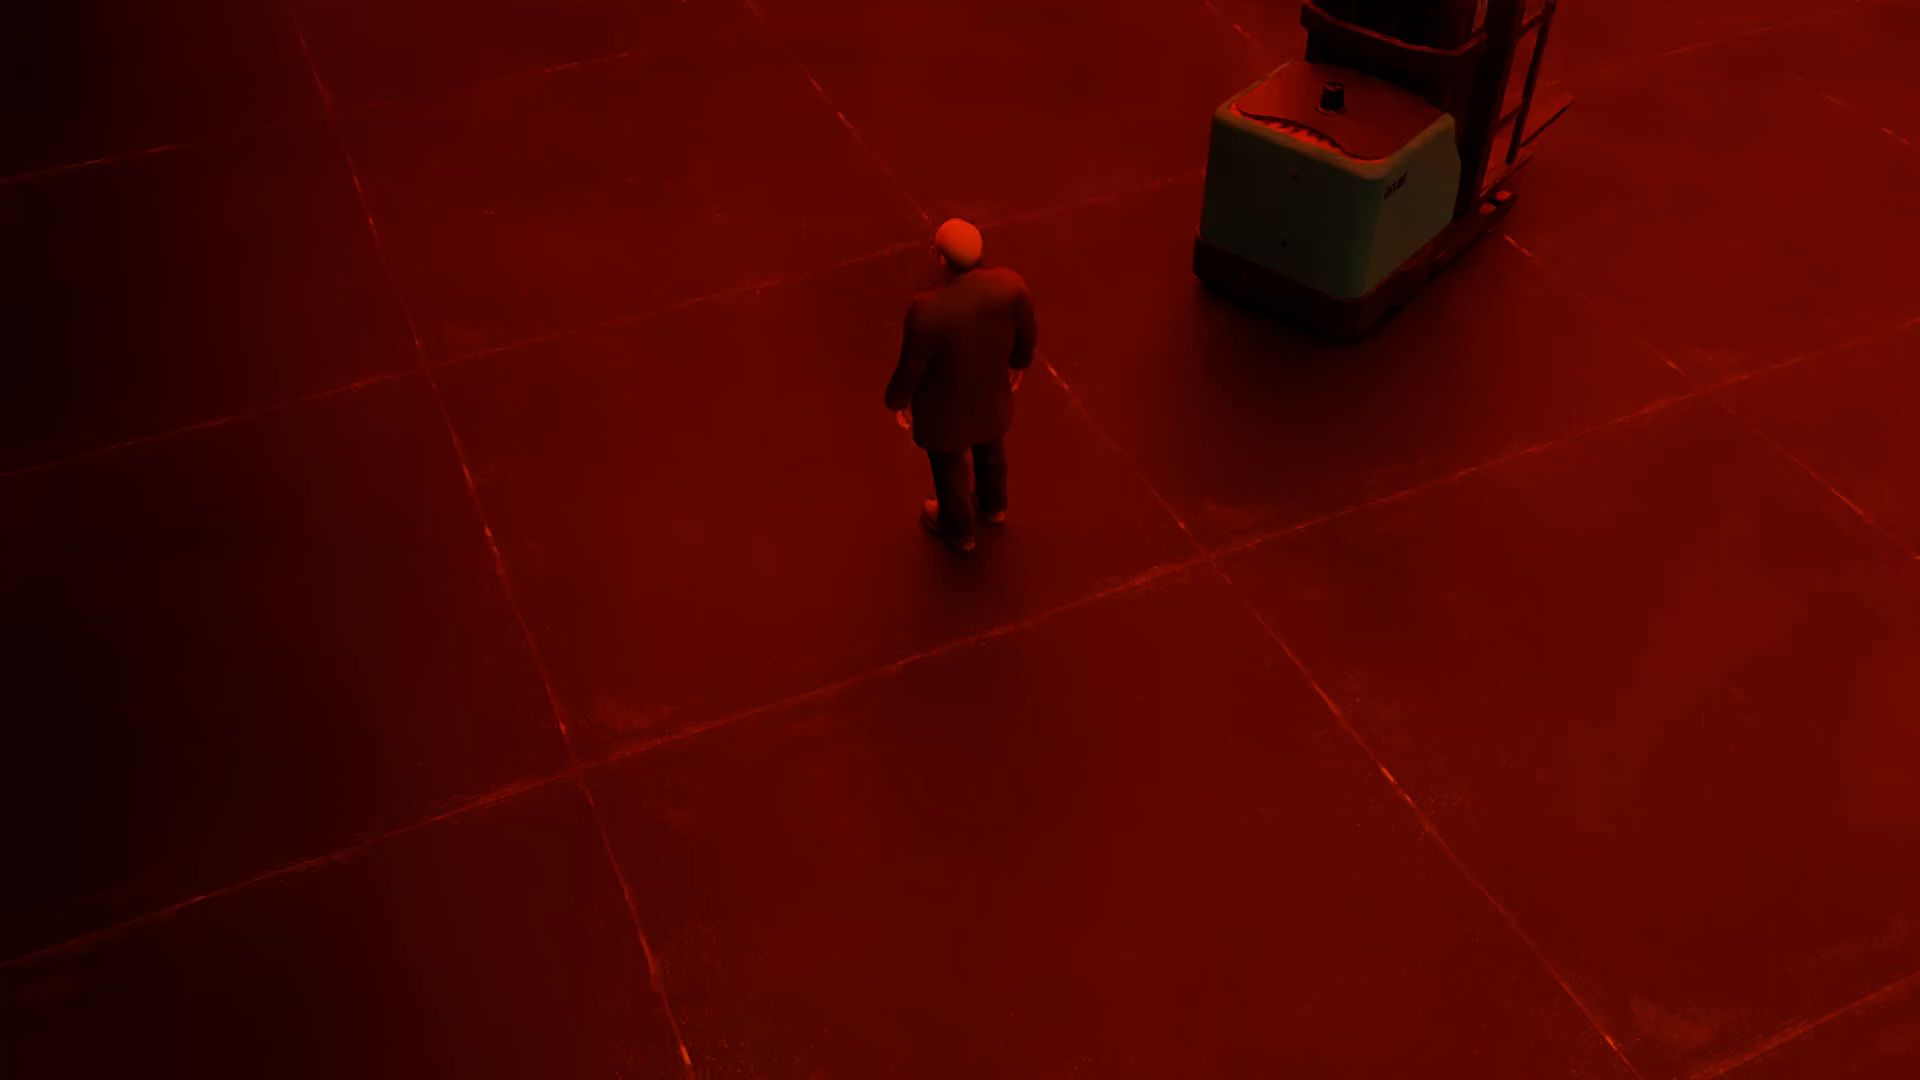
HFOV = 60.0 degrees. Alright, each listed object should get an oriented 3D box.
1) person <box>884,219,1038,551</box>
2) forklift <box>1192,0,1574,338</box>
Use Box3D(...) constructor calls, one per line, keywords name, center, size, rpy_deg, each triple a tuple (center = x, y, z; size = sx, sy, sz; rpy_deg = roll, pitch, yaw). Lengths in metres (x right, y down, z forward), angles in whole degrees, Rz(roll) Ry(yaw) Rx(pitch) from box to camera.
Box3D(name="person", center=(-0.034, -0.713, 7.279), size=(0.694, 1.776, 0.580), rpy_deg=(-18, 46, -18))
Box3D(name="forklift", center=(2.646, -3.082, 8.982), size=(1.130, 2.935, 3.031), rpy_deg=(30, 51, 28))
